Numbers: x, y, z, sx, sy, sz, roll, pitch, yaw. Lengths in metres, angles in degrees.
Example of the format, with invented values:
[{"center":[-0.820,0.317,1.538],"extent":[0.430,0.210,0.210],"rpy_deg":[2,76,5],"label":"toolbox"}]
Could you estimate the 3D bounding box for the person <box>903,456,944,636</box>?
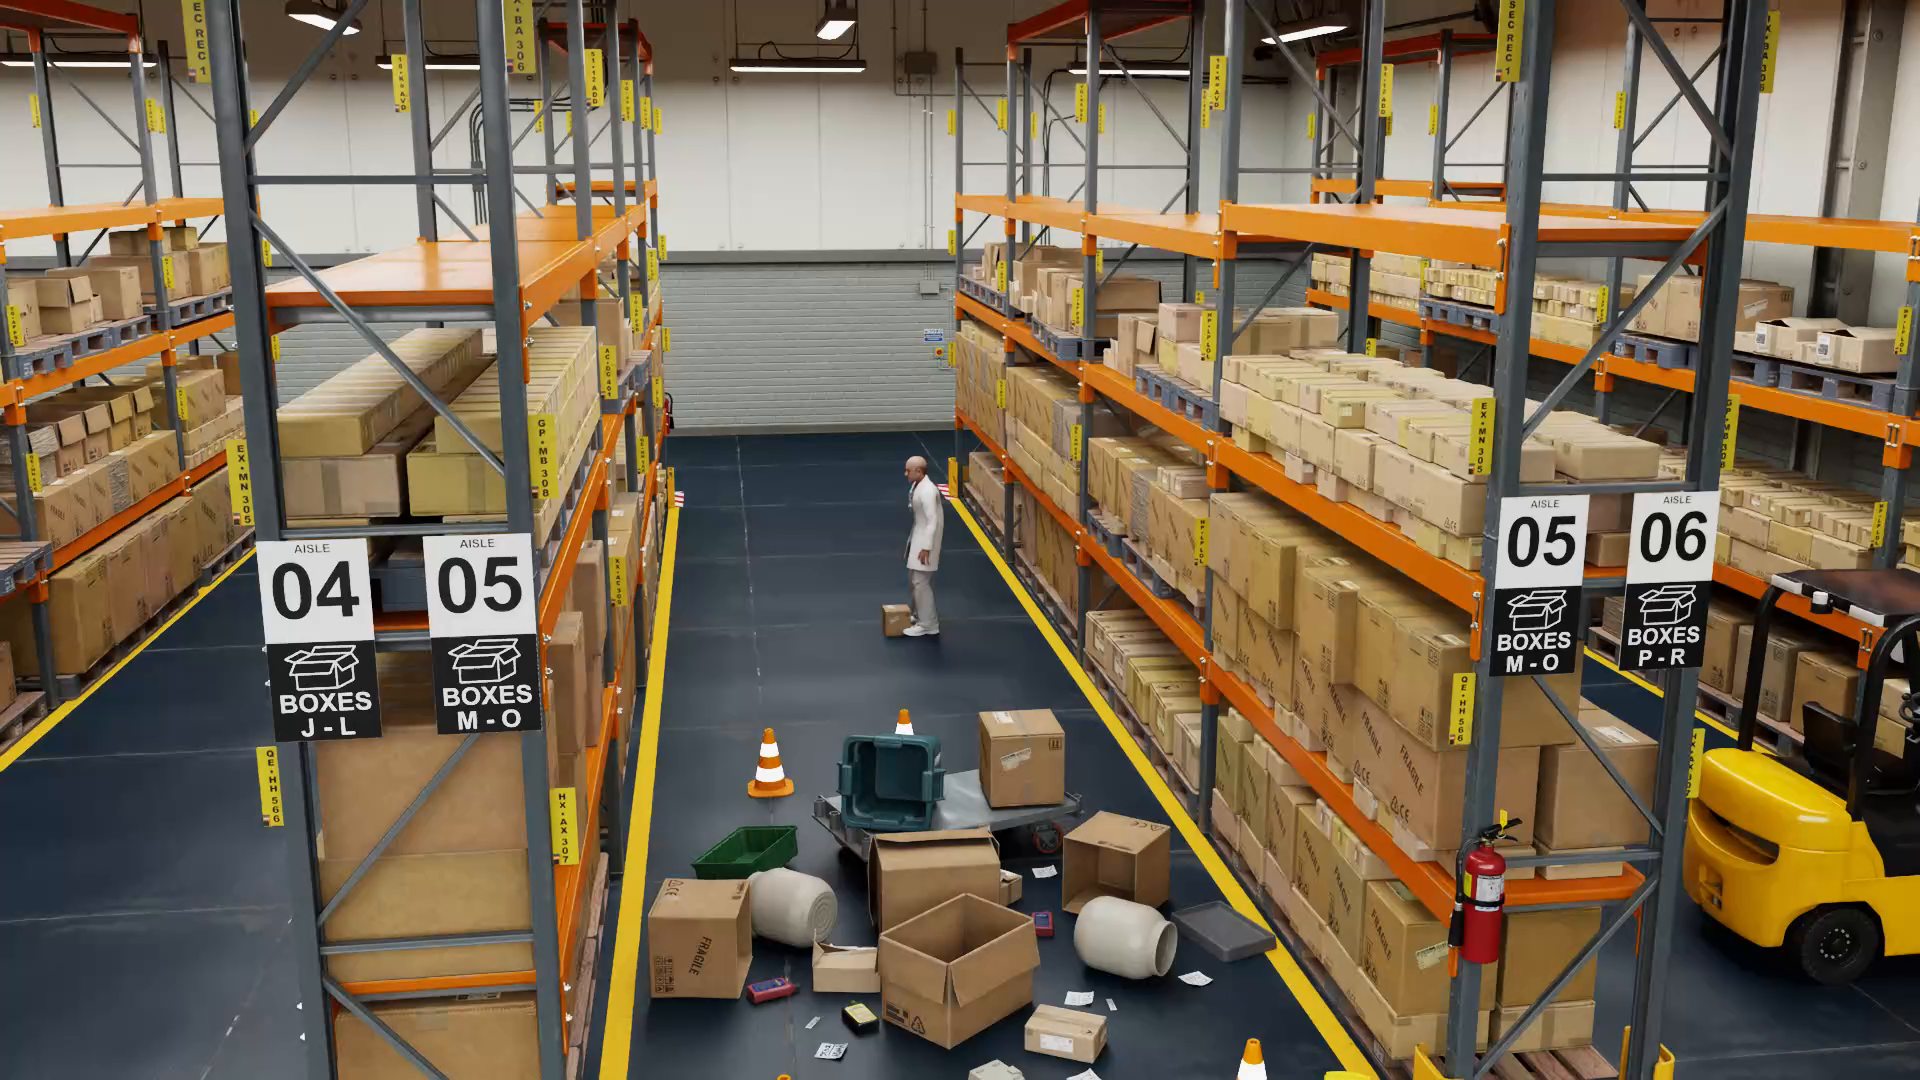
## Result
[{"center":[-0.378,0.043,16.331],"extent":[0.429,1.772,0.643],"rpy_deg":[-3,13,-11],"label":"person"}]
